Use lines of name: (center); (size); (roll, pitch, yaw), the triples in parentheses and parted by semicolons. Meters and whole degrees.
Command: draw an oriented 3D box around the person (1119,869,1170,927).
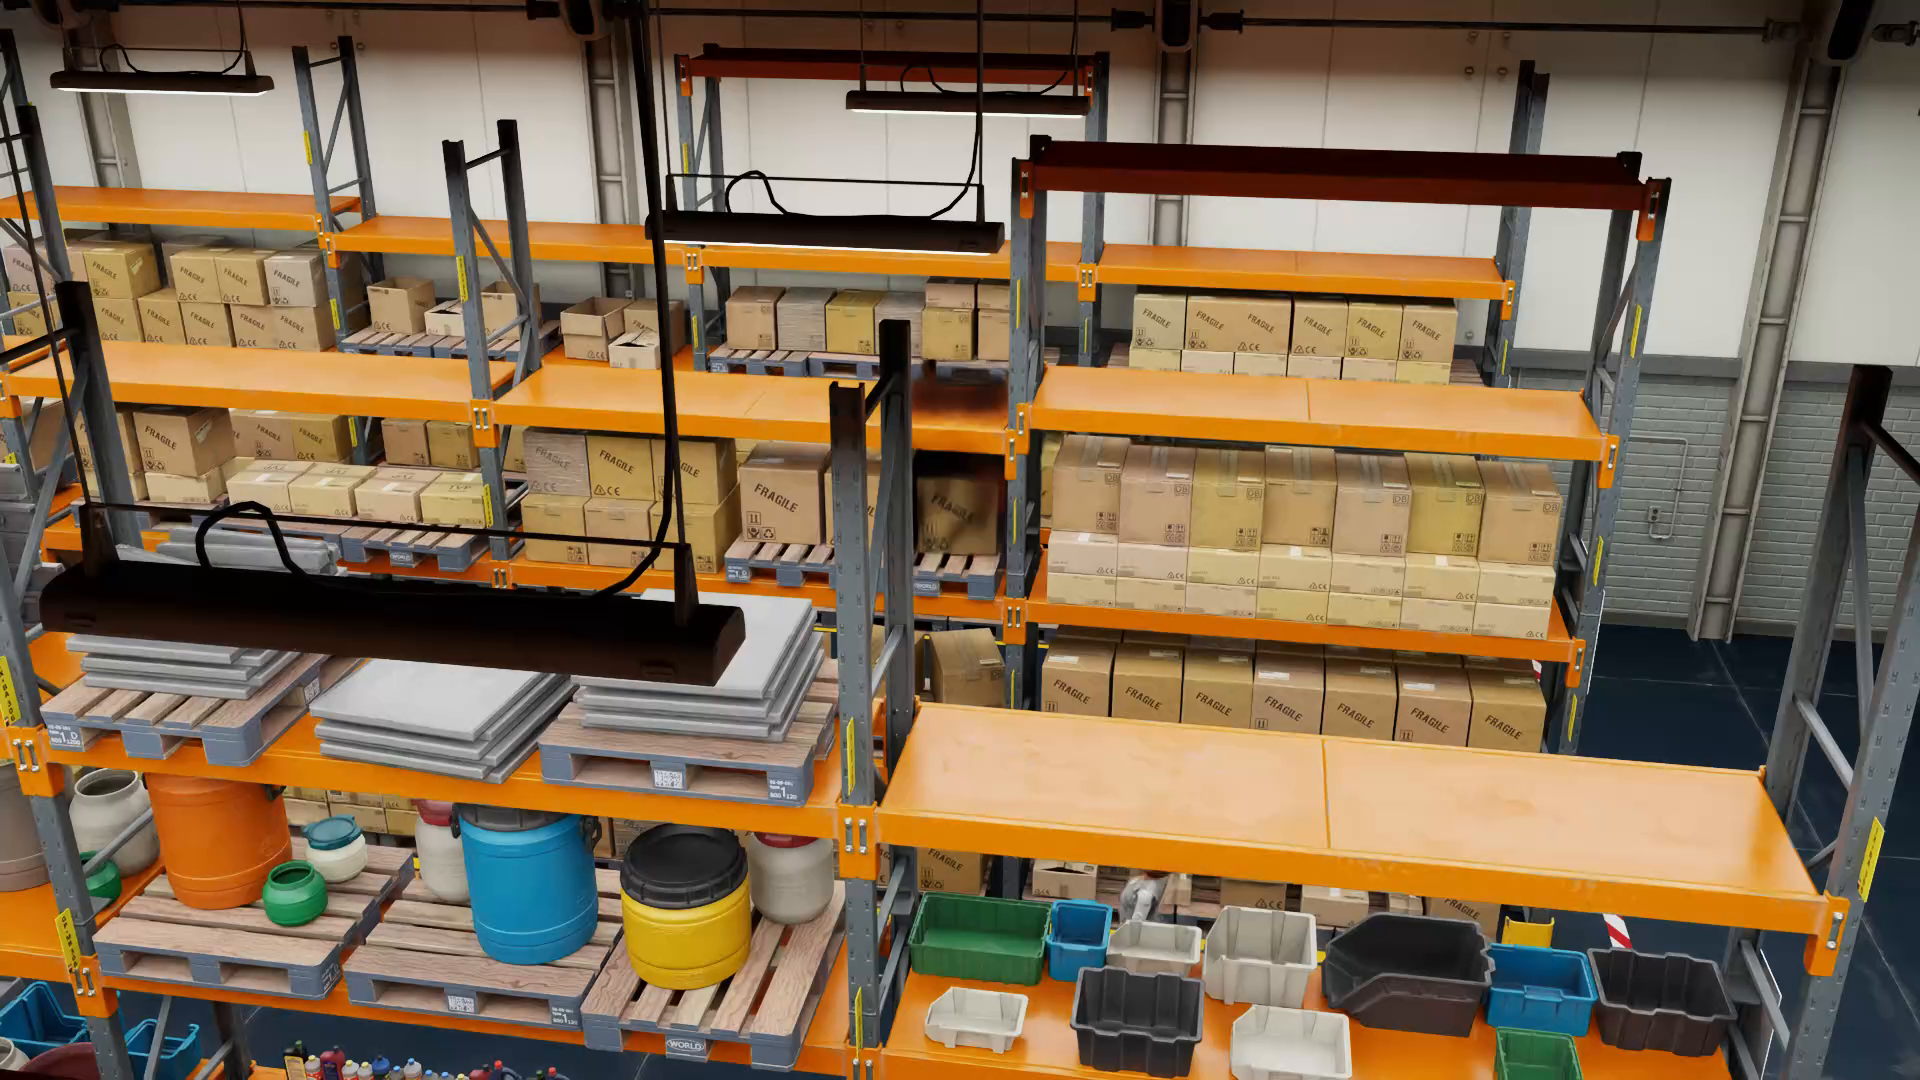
person: (1.277, 2.763, 11.488); (0.504, 1.573, 0.425); (1, 23, 3)
